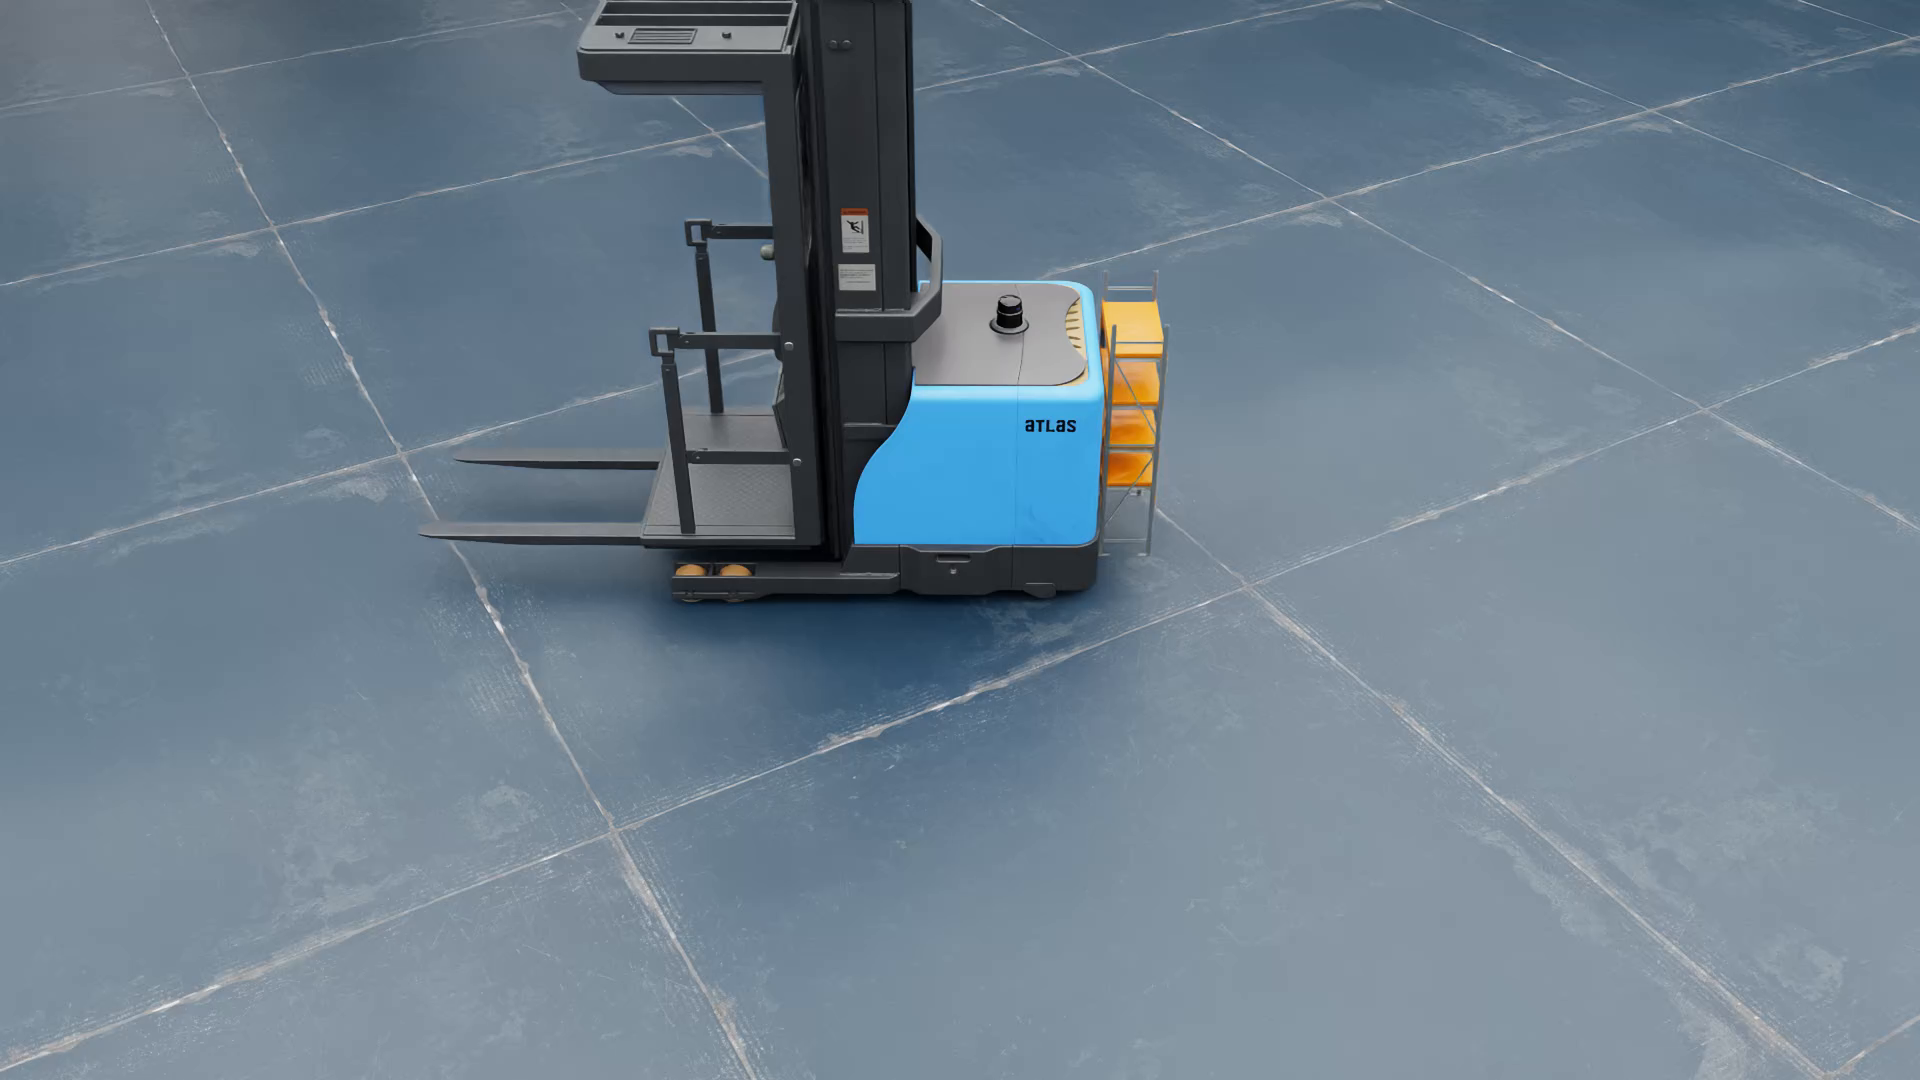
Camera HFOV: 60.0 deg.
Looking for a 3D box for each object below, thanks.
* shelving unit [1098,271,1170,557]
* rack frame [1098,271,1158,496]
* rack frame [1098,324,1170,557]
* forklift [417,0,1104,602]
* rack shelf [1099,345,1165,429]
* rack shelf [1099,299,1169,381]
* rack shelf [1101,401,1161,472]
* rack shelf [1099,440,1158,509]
[{"bbox_3d":[0.755,-0.557,7.495,0.258,1.200,0.503,0,36,0],"label":"shelving unit"},{"bbox_3d":[0.755,-0.701,7.692,0.240,1.200,0.015,0,36,0],"label":"rack frame"},{"bbox_3d":[0.755,-0.413,7.298,0.240,1.200,0.015,0,36,0],"label":"rack frame"},{"bbox_3d":[-0.905,-1.220,6.935,3.031,2.935,1.130,0,36,0],"label":"forklift"},{"bbox_3d":[0.755,-0.683,7.403,0.258,0.148,0.480,0,36,0],"label":"rack shelf"},{"bbox_3d":[0.755,-0.874,7.263,0.258,0.148,0.480,0,36,0],"label":"rack shelf"},{"bbox_3d":[0.755,-0.503,7.535,0.258,0.148,0.480,0,36,0],"label":"rack shelf"},{"bbox_3d":[0.755,-0.342,7.652,0.258,0.148,0.480,0,36,0],"label":"rack shelf"}]
